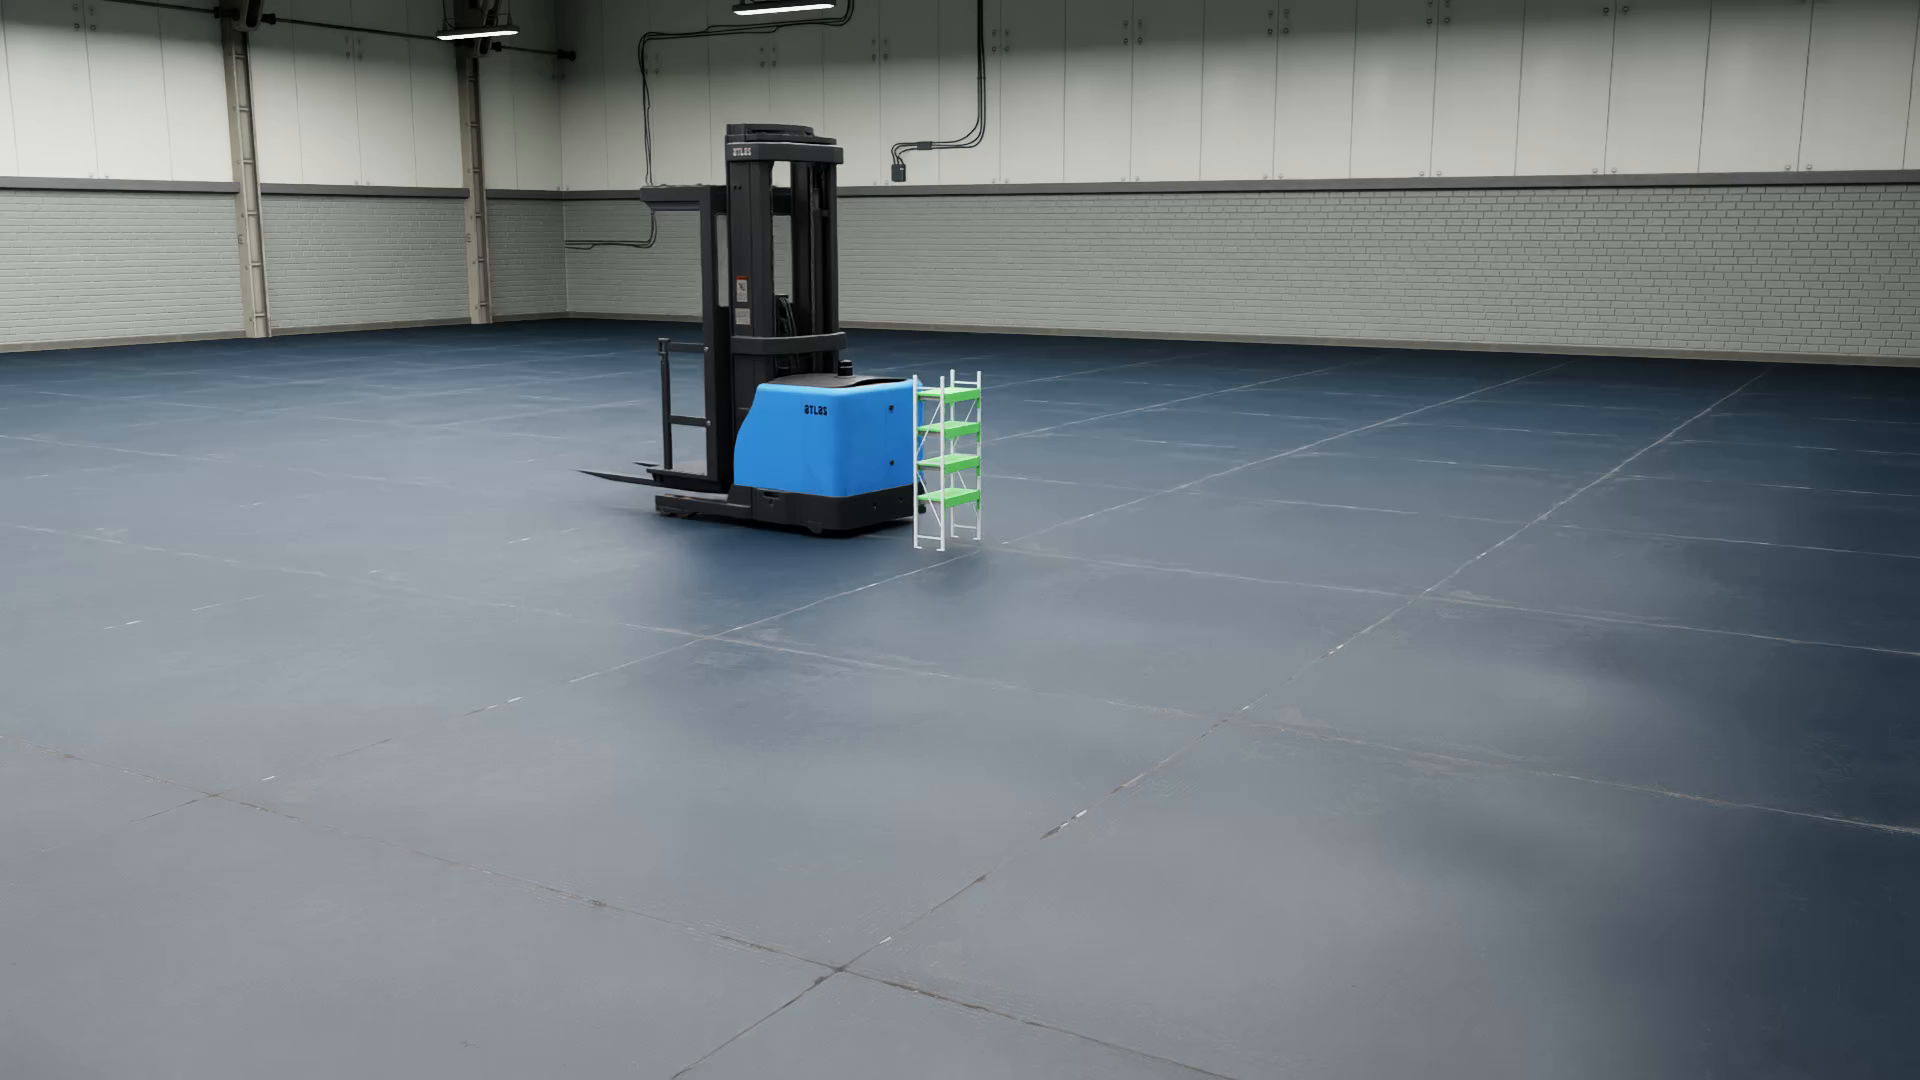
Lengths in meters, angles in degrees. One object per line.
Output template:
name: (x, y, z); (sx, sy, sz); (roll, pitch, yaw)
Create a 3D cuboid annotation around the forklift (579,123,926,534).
forklift: (-1.739, -1.675, 12.851); (3.031, 2.935, 1.130); (8, 13, 36)

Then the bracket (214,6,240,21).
bracket: (-14.274, -10.245, 32.355); (0.235, 0.232, 0.430); (6, 12, 31)

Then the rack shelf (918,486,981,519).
rack shelf: (-0.086, -0.265, 11.675); (0.258, 0.148, 0.480); (6, 12, 31)

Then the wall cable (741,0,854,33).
wall cable: (-3.630, -12.493, 36.499); (3.097, 2.526, 0.112); (6, 12, 31)

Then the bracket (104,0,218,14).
bracket: (-15.611, -9.839, 30.190); (0.076, 0.066, 4.783); (6, 12, 31)

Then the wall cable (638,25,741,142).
wall cable: (-6.275, -10.553, 38.497); (3.097, 2.526, 0.112); (6, 12, 31)

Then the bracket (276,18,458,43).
bracket: (-12.496, -10.783, 35.231); (0.076, 0.066, 4.783); (6, 12, 31)

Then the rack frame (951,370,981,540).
rack frame: (0.041, -0.602, 11.824); (0.240, 1.200, 0.015); (6, 12, 31)

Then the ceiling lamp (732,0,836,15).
ceiling lamp: (-2.877, -10.620, 28.278); (2.000, 3.185, 0.800); (6, 12, 31)

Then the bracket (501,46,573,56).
bracket: (-9.804, -11.599, 39.587); (0.076, 0.066, 3.189); (6, 12, 31)

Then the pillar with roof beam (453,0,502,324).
pillar with roof beam: (-7.567, -9.107, 36.059); (9.100, 9.000, 0.548); (6, 12, 31)

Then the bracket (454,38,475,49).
bracket: (-11.159, -11.188, 37.395); (0.235, 0.232, 0.430); (6, 12, 31)

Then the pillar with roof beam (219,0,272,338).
pillar with roof beam: (-10.682, -8.163, 31.019); (9.100, 9.000, 0.548); (6, 12, 31)

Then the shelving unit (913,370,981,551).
shelving unit: (-0.086, -0.564, 11.619); (0.258, 1.200, 0.503); (6, 12, 31)

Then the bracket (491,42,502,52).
bracket: (-10.728, -11.319, 38.092); (0.235, 0.232, 0.430); (6, 12, 31)

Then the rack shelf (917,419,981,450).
rack shelf: (-0.086, -0.737, 11.587); (0.258, 0.148, 0.480); (6, 12, 31)

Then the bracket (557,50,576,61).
bracket: (-9.497, -11.692, 40.083); (0.235, 0.232, 0.430); (6, 12, 31)

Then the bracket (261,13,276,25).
bracket: (-13.843, -10.375, 33.052); (0.235, 0.232, 0.430); (6, 12, 31)

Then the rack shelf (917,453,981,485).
rack shelf: (-0.086, -0.501, 11.631); (0.258, 0.148, 0.480); (6, 12, 31)

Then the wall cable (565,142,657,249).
wall cable: (-8.587, -8.329, 40.342); (3.097, 2.526, 0.112); (6, 12, 31)

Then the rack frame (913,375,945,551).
rack frame: (-0.213, -0.525, 11.414); (0.240, 1.200, 0.015); (6, 12, 31)

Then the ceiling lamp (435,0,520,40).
ceiling lamp: (-9.193, -11.326, 32.049); (2.000, 3.185, 0.800); (6, 12, 31)

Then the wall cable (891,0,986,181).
wall cable: (-0.481, -10.617, 34.885); (2.305, 6.003, 0.169); (6, 12, 31)

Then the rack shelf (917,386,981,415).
rack shelf: (-0.086, -0.973, 11.543); (0.258, 0.148, 0.480); (6, 12, 31)
